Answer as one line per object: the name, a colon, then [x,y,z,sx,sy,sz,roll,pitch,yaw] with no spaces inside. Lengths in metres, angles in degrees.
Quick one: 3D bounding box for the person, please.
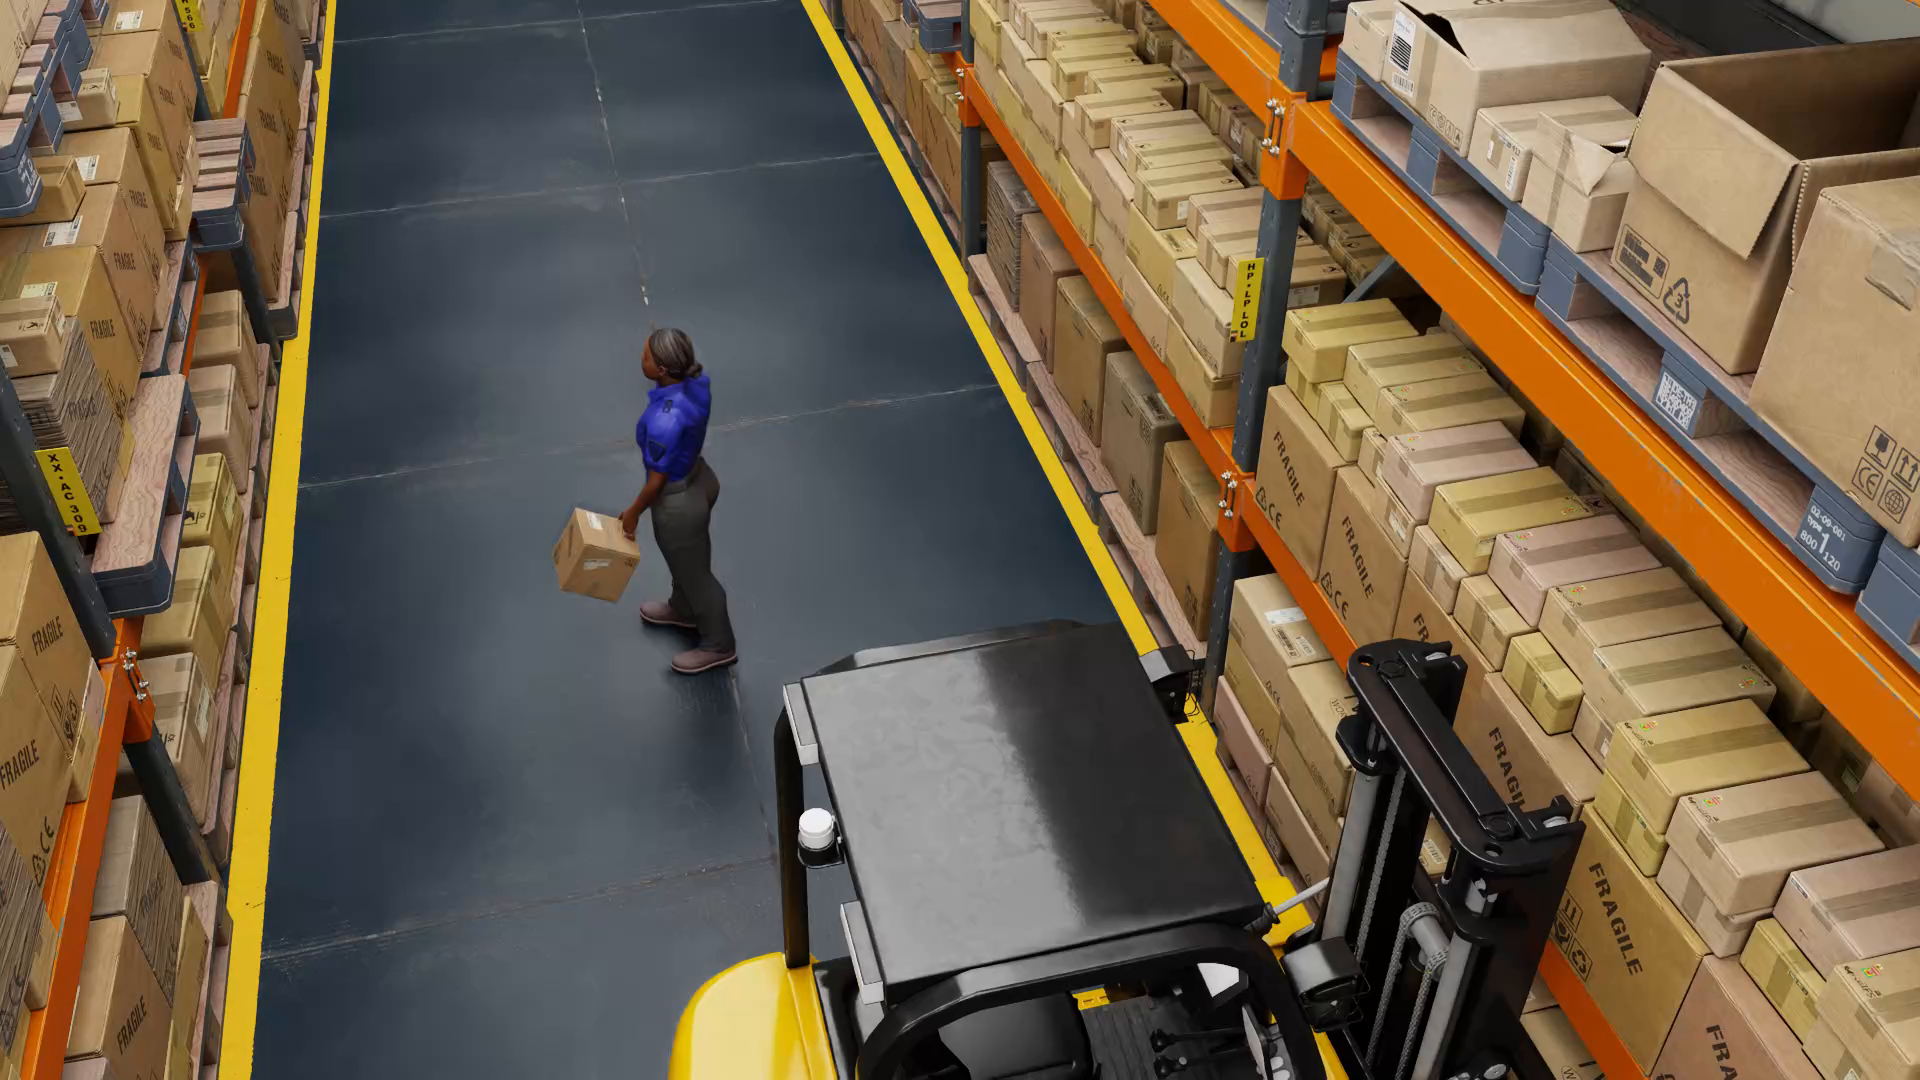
person: [-1.233,-0.175,6.929,0.523,1.653,0.506,6,39,8]
